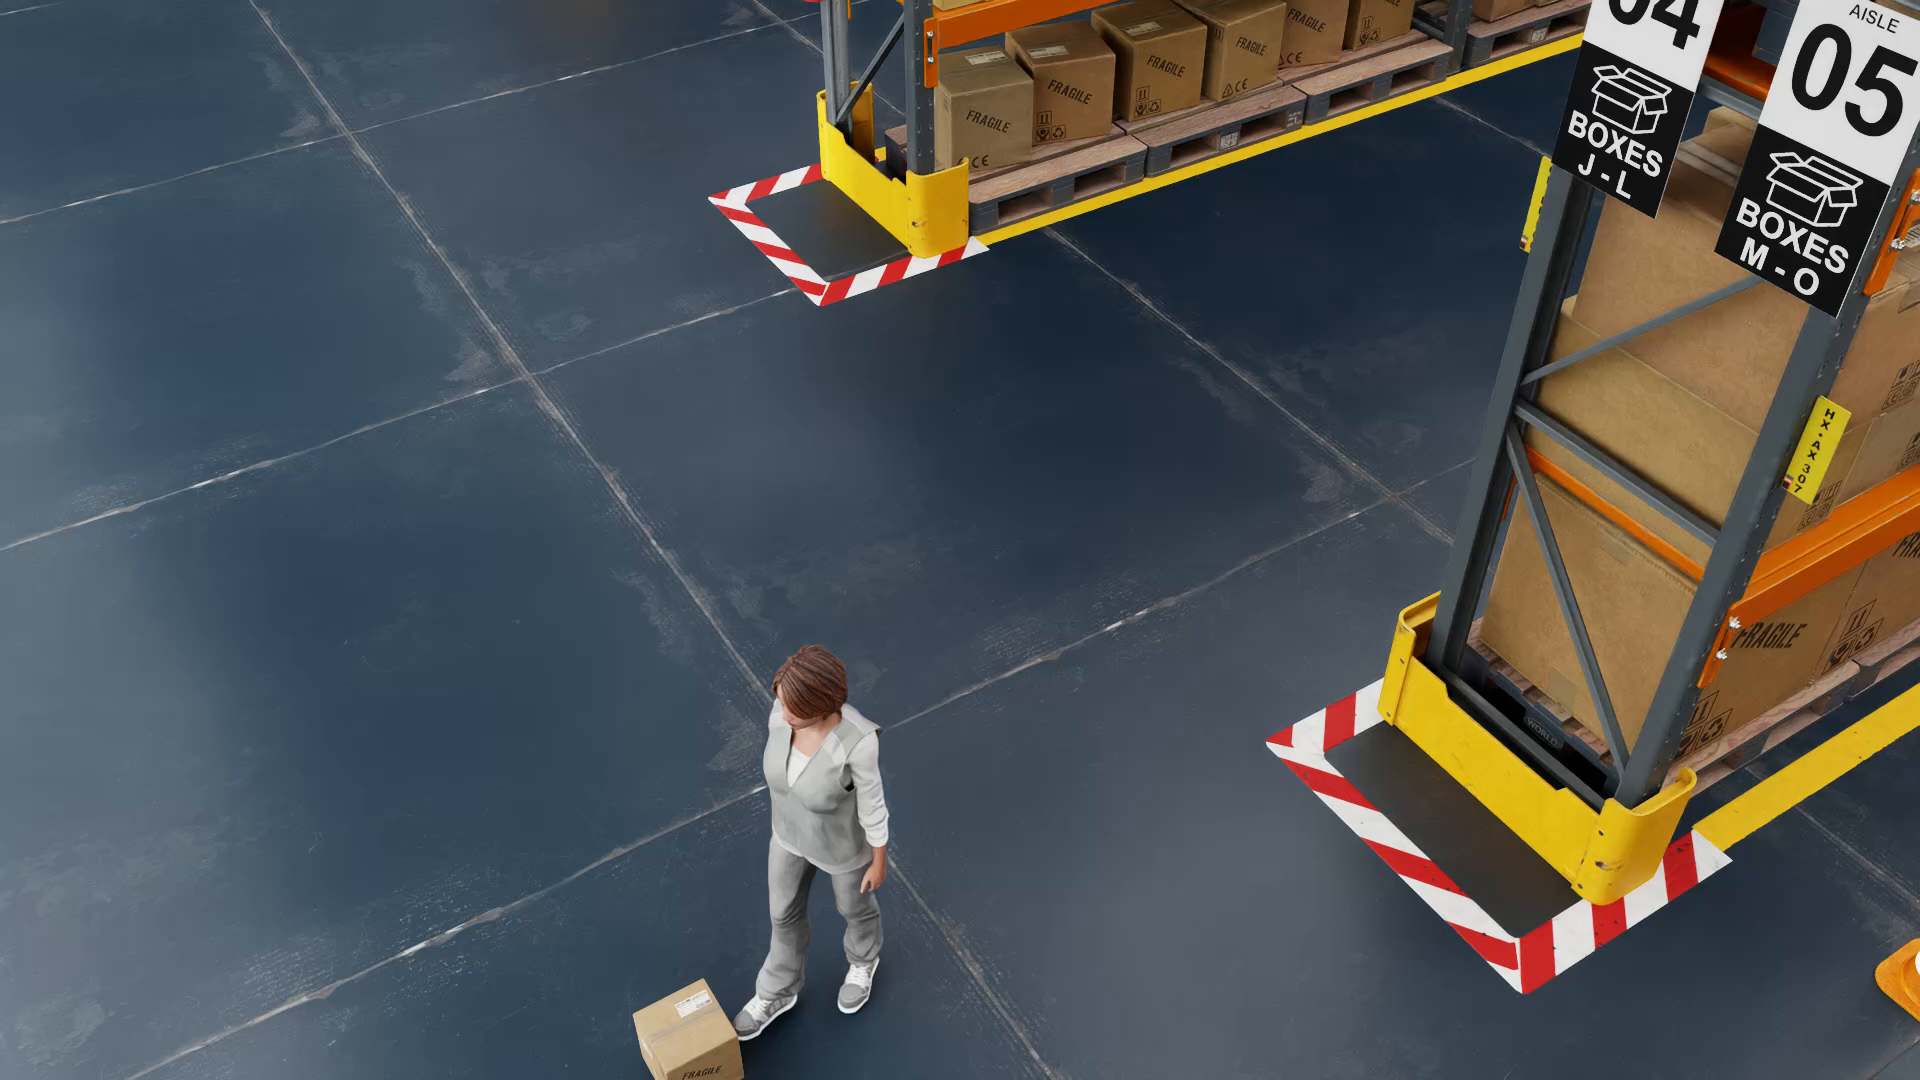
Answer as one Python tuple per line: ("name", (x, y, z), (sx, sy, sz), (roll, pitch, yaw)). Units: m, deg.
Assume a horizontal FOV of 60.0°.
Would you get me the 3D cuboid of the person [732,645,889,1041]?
("person", (-0.452, 0.964, 5.054), (0.438, 1.594, 0.565), (22, 46, 23))
